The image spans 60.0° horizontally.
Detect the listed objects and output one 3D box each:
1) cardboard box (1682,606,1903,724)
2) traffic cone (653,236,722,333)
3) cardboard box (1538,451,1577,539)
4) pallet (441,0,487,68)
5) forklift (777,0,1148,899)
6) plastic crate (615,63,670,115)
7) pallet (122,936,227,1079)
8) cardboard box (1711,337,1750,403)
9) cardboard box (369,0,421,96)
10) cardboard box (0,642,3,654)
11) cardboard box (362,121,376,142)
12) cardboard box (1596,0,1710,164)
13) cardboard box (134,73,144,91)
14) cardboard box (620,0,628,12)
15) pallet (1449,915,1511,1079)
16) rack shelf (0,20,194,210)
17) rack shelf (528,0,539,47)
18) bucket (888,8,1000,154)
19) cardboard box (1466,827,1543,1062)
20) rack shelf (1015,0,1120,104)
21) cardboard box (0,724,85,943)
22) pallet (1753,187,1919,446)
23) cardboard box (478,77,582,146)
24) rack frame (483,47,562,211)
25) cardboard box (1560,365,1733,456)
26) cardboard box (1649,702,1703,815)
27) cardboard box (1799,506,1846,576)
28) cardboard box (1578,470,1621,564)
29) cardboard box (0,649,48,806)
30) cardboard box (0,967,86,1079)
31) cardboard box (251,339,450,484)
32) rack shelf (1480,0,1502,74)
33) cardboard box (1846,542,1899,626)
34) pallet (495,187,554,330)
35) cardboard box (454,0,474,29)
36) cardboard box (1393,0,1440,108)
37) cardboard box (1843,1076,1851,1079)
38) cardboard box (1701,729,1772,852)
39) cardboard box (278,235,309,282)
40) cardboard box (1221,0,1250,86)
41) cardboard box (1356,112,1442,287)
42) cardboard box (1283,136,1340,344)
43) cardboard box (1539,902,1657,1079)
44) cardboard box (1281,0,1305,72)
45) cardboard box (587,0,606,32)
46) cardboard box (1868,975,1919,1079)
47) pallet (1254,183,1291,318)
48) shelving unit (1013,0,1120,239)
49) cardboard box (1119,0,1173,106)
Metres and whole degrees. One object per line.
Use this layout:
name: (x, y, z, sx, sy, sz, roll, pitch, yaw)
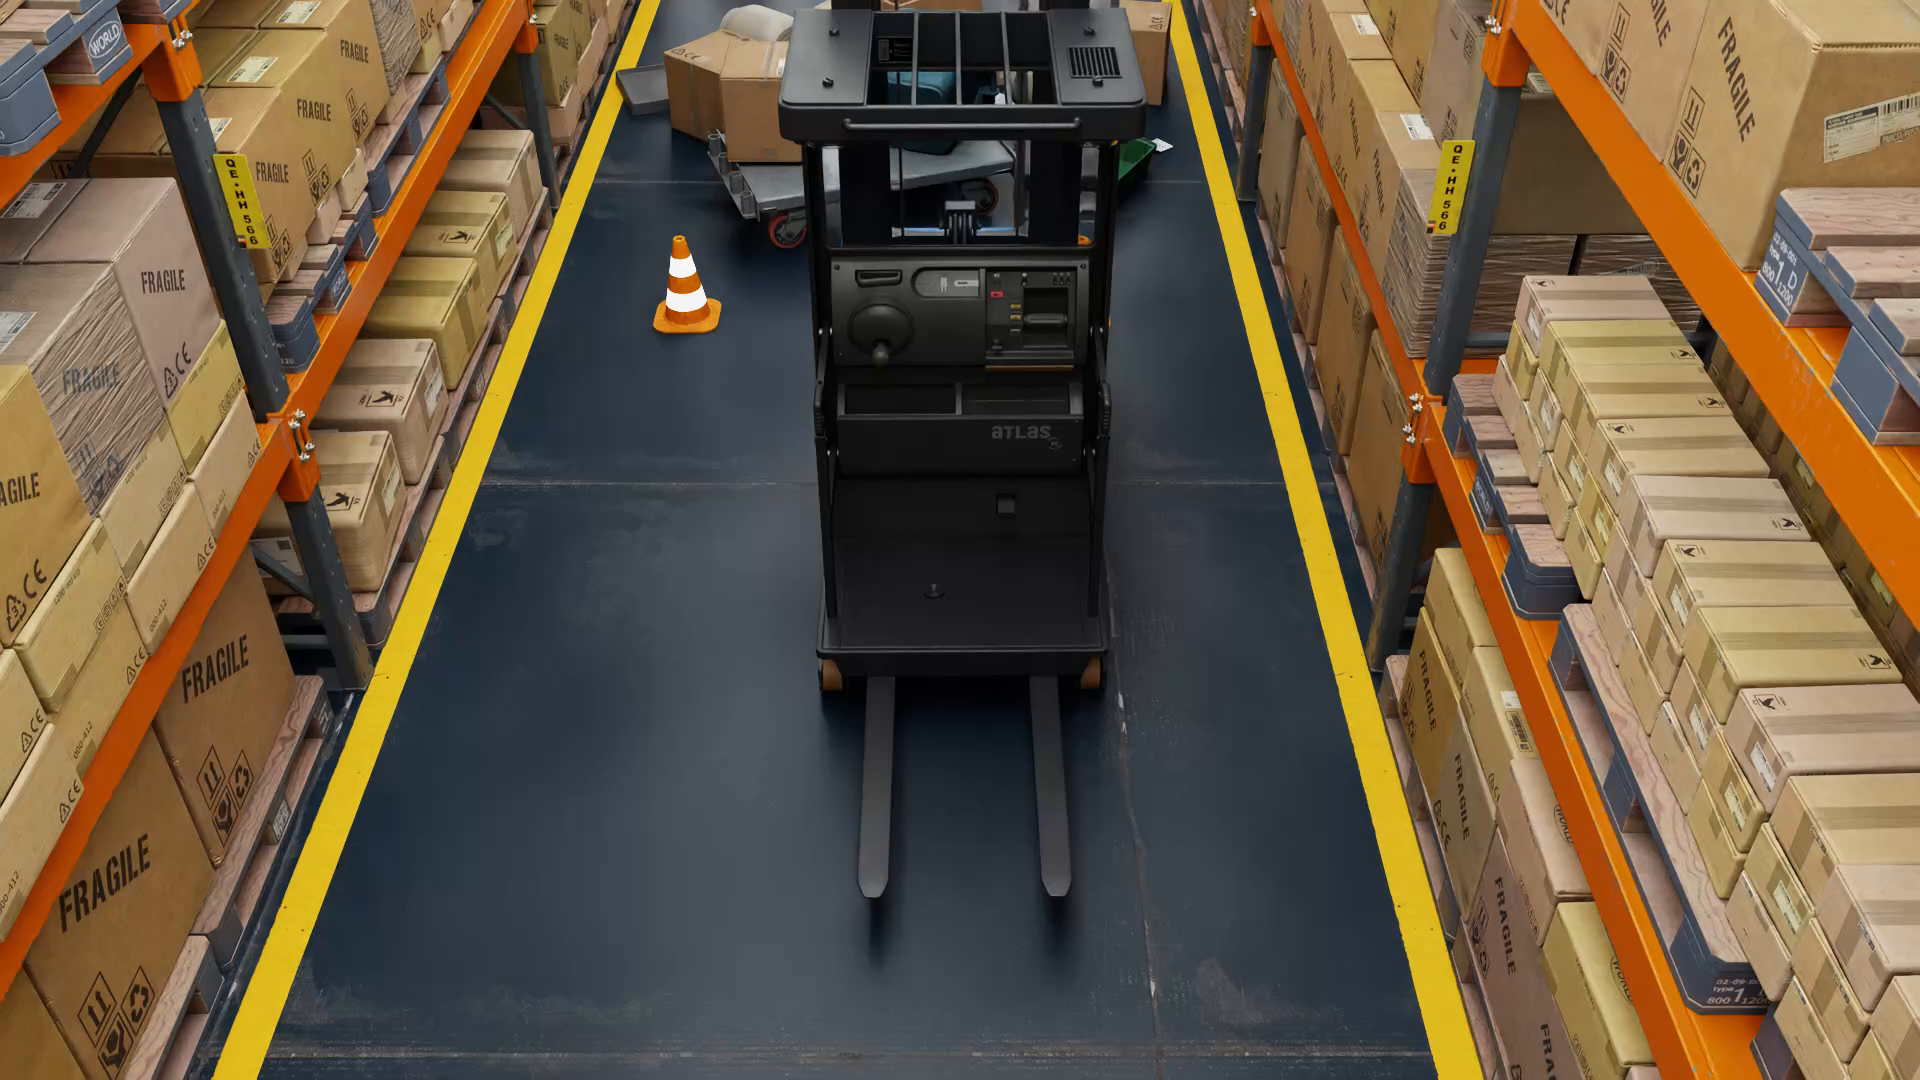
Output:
cardboard box: (1.934, 0.290, 3.879, 0.380, 0.149, 0.250, -1, 39, -1)
traffic cone: (-1.426, -1.350, 8.564, 0.336, 0.463, 0.334, 0, 39, 0)
cardboard box: (1.927, -0.129, 4.877, 0.380, 0.149, 0.250, 2, 39, 2)
pallet: (-2.972, -2.561, 8.201, 1.003, 0.211, 1.213, 0, 39, 0)
forklift: (0.005, -0.750, 5.842, 1.130, 2.935, 3.031, 0, 39, 0)
plastic crate: (-2.009, -2.957, 10.876, 0.402, 0.080, 0.583, -13, 40, -16)
pallet: (-2.898, 1.730, 4.923, 1.003, 0.211, 1.213, 0, 39, 0)
cardboard box: (2.583, -0.553, 5.168, 0.380, 0.149, 0.250, 1, 39, 1)
cardboard box: (-2.599, -2.184, 6.923, 0.500, 0.500, 0.500, -1, 39, -2)
cardboard box: (-2.564, 0.229, 3.686, 0.500, 0.500, 0.500, -1, 39, -1)
cardboard box: (-2.655, -1.729, 6.874, 0.380, 0.149, 0.250, 1, 39, 2)
cardboard box: (1.870, -1.219, 3.894, 0.500, 0.500, 0.500, 0, 39, 0)
cardboard box: (-3.113, -1.539, 6.118, 0.500, 0.500, 0.500, -1, 39, -1)
cardboard box: (-2.569, -3.877, 11.552, 0.500, 0.250, 0.500, 0, 39, 0)
pallet: (2.125, 1.658, 5.012, 1.003, 0.211, 1.213, 0, 39, 0)
rack shelf: (-2.820, -0.252, 3.342, 1.077, 0.370, 4.000, 0, 39, 0)
rack shelf: (-2.829, -4.084, 10.523, 1.077, 0.370, 4.000, 0, 39, 0)
bucket: (-0.183, -2.580, 9.473, 0.726, 0.611, 0.620, 13, 50, 15)
cardboard box: (1.883, 1.210, 5.005, 0.500, 0.500, 0.500, -1, 39, -1)
rack shelf: (0.454, -2.101, 7.088, 0.431, 0.518, 0.480, 1, 38, 2)
cardboard box: (-2.532, 0.715, 4.079, 0.500, 0.250, 0.500, -1, 39, -1)
pallet: (2.234, -0.310, 2.990, 1.213, 0.211, 1.003, 0, 39, 0)
cardboard box: (-2.558, -2.574, 9.926, 0.500, 0.250, 0.500, -2, 39, -2)
rack frame: (-2.827, -3.114, 8.737, 1.000, 3.000, 0.127, 0, 39, 0)
cardboard box: (1.933, -0.367, 4.699, 0.380, 0.149, 0.250, 0, 39, 0)
cardboard box: (1.929, 0.526, 4.059, 0.380, 0.149, 0.250, -1, 39, -2)
cardboard box: (2.584, 0.035, 4.673, 0.380, 0.149, 0.250, -1, 39, -1)
cardboard box: (1.934, -0.065, 4.559, 0.380, 0.149, 0.250, 0, 39, 0)
cardboard box: (-2.542, 0.519, 3.924, 0.500, 0.250, 0.500, -1, 39, -1)
cardboard box: (-2.907, 1.601, 4.216, 0.875, 0.875, 0.875, 1, 39, 1)
cardboard box: (-2.822, -0.566, 7.323, 0.950, 0.372, 0.625, -1, 39, -1)
rack shelf: (2.125, -2.820, 6.547, 1.077, 0.370, 4.000, 0, 39, 0)
cardboard box: (2.586, 0.091, 4.365, 0.380, 0.149, 0.250, 0, 39, 0)
pallet: (-2.825, -1.539, 9.002, 1.003, 0.211, 1.213, 0, 39, 0)
cardboard box: (-2.532, -2.532, 7.876, 0.380, 0.149, 0.250, -1, 39, -1)
cardboard box: (2.132, -2.027, 6.501, 0.700, 0.500, 0.500, -1, 39, -1)
cardboard box: (1.934, 1.190, 3.232, 0.380, 0.149, 0.250, 0, 39, 0)
cardboard box: (1.929, 0.567, 3.771, 0.380, 0.149, 0.250, 0, 39, 0)
cardboard box: (-2.604, -1.059, 6.038, 0.380, 0.149, 0.250, -2, 39, -3)
cardboard box: (2.187, -3.473, 10.548, 0.875, 0.875, 0.875, 0, 39, 0)
cardboard box: (1.859, -1.312, 6.408, 0.500, 0.500, 0.500, 0, 39, 0)
cardboard box: (2.211, -1.475, 8.156, 1.050, 0.750, 0.750, 0, 39, 0)
cardboard box: (1.876, 1.223, 4.388, 0.500, 0.250, 0.500, -2, 39, -2)
cardboard box: (1.856, -2.575, 7.985, 0.500, 0.500, 0.500, 0, 39, 0)
cardboard box: (-2.569, -3.526, 10.514, 0.500, 0.500, 0.500, 2, 39, 2)
cardboard box: (1.937, 0.943, 3.063, 0.380, 0.149, 0.250, -1, 39, -1)
pallet: (2.199, -1.610, 9.091, 1.003, 0.211, 1.213, 0, 39, 0)
shelving unit: (0.455, -1.558, 7.507, 0.431, 2.100, 0.503, 1, 38, 2)
cardboard box: (1.095, -3.176, 10.812, 0.500, 0.500, 0.500, 6, 39, 8)
